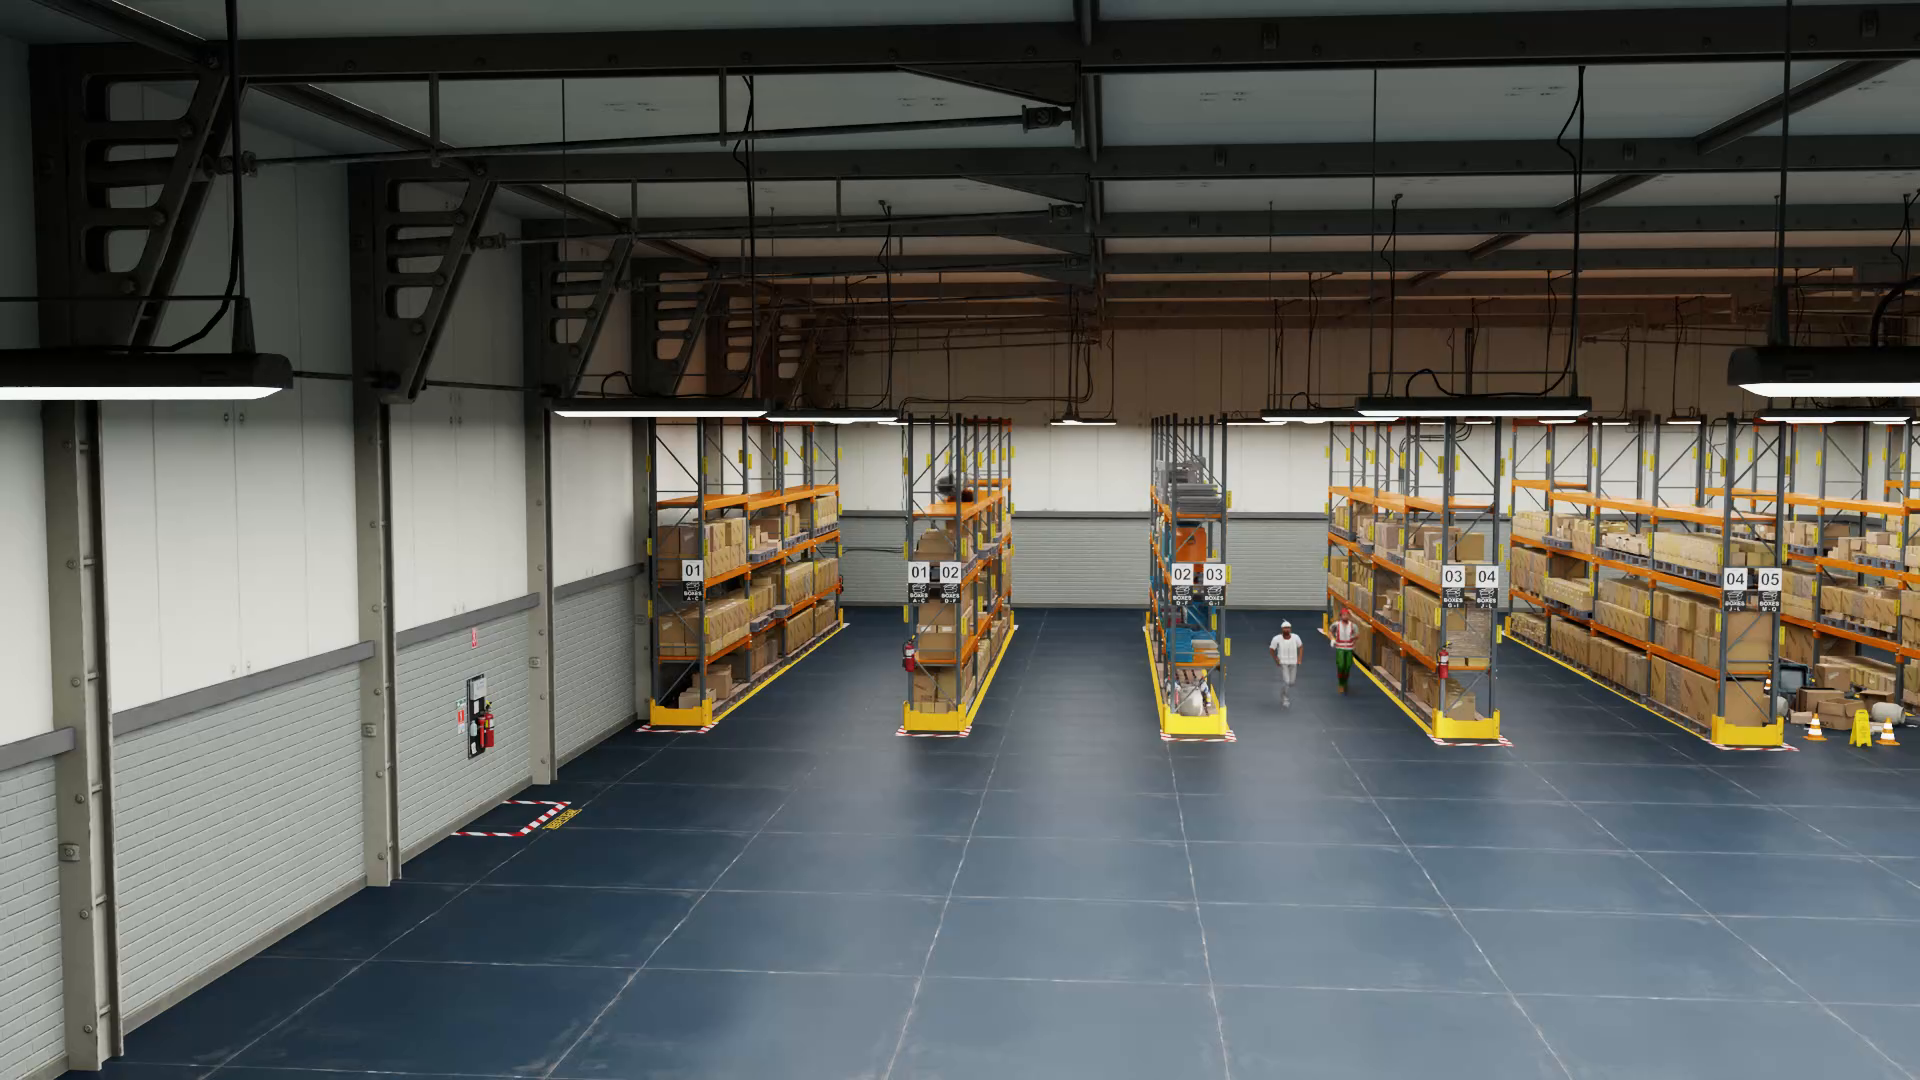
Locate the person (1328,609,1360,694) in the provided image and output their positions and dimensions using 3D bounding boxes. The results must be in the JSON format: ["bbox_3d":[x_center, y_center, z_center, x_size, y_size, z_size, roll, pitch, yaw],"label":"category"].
[{"bbox_3d":[8.326,2.405,36.008,0.630,1.843,0.736,0,4,4],"label":"person"}]

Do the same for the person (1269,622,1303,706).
[{"bbox_3d":[6.761,2.547,34.495,0.704,1.750,0.650,0,4,-4],"label":"person"}]

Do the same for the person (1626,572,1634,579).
[{"bbox_3d":[19.147,1.686,47.220,0.773,1.744,0.713,1,4,10],"label":"person"}]
